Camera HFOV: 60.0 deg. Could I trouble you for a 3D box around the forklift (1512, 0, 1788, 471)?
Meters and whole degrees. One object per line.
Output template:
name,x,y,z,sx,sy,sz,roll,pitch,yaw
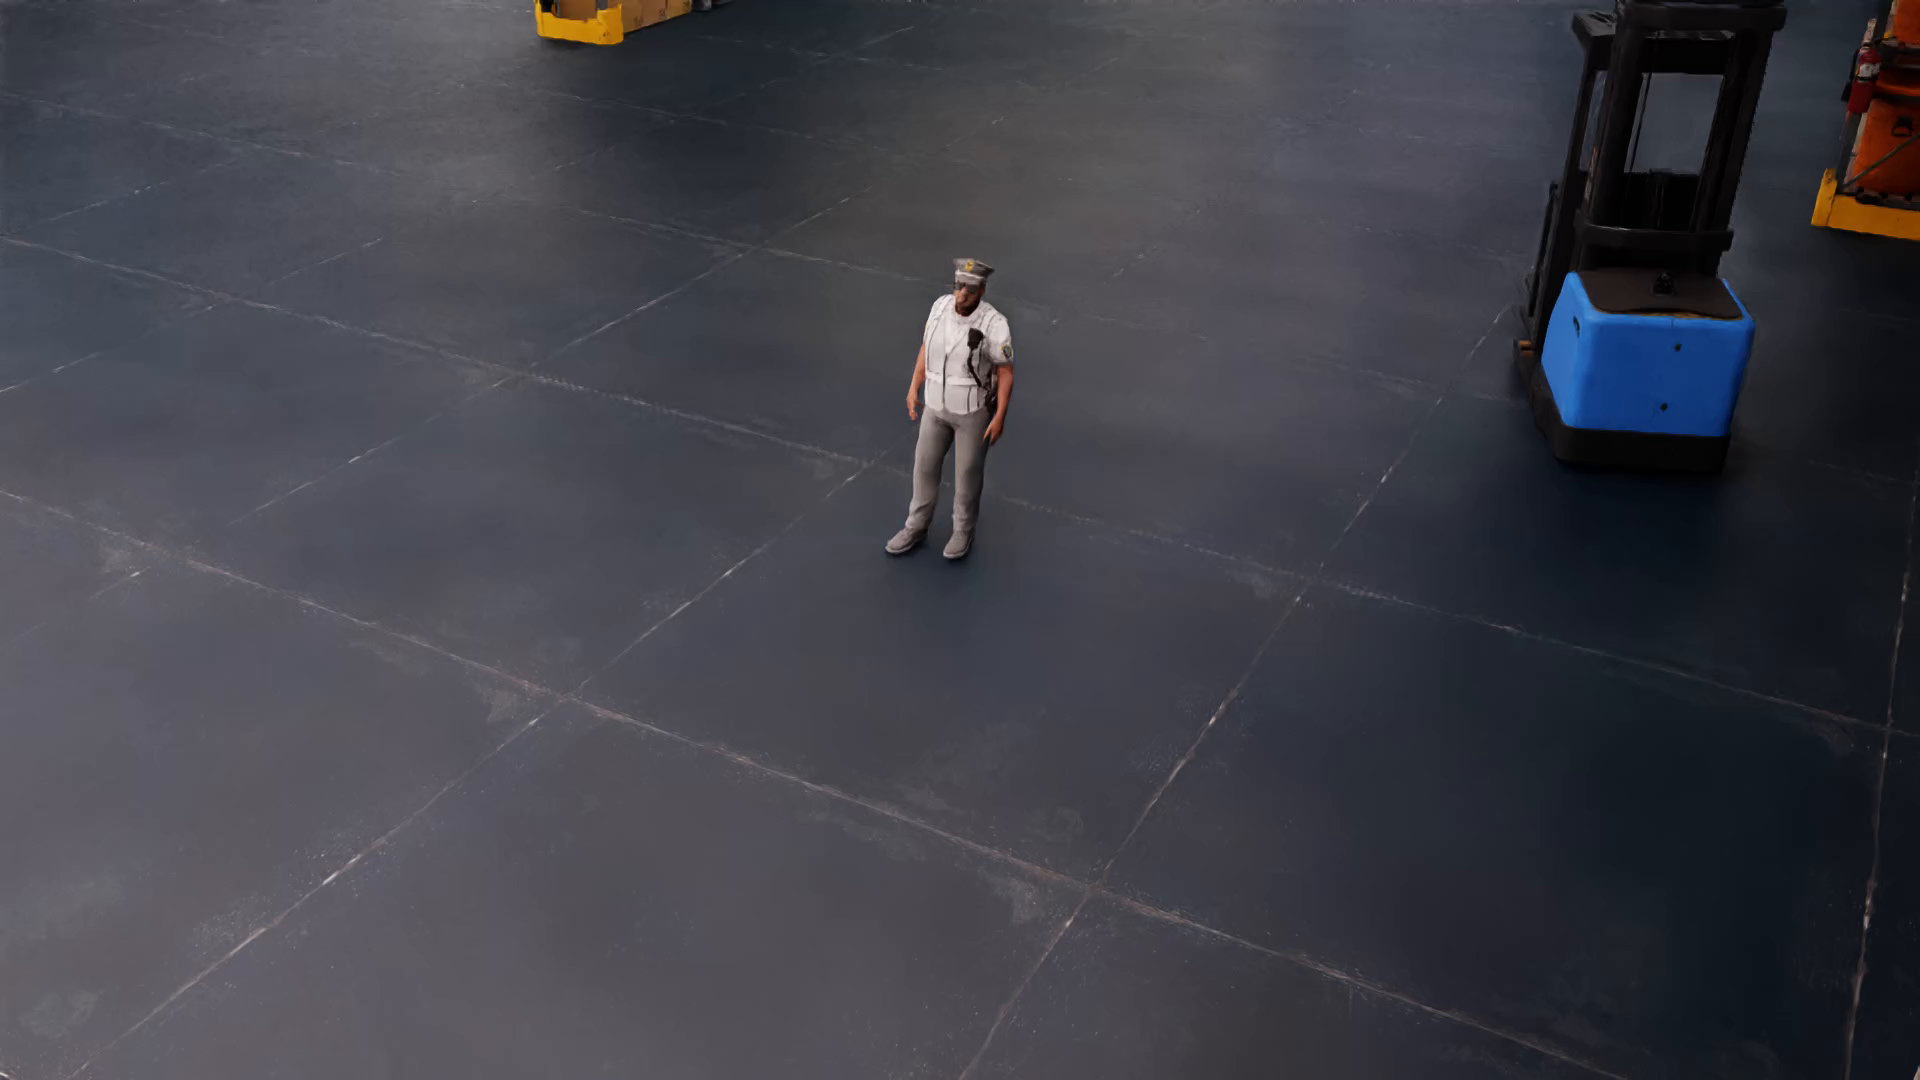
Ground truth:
forklift,4.605,-2.426,11.273,1.130,2.935,3.031,4,30,8

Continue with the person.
person,-0.048,-0.747,9.500,0.640,1.781,0.574,15,33,25
